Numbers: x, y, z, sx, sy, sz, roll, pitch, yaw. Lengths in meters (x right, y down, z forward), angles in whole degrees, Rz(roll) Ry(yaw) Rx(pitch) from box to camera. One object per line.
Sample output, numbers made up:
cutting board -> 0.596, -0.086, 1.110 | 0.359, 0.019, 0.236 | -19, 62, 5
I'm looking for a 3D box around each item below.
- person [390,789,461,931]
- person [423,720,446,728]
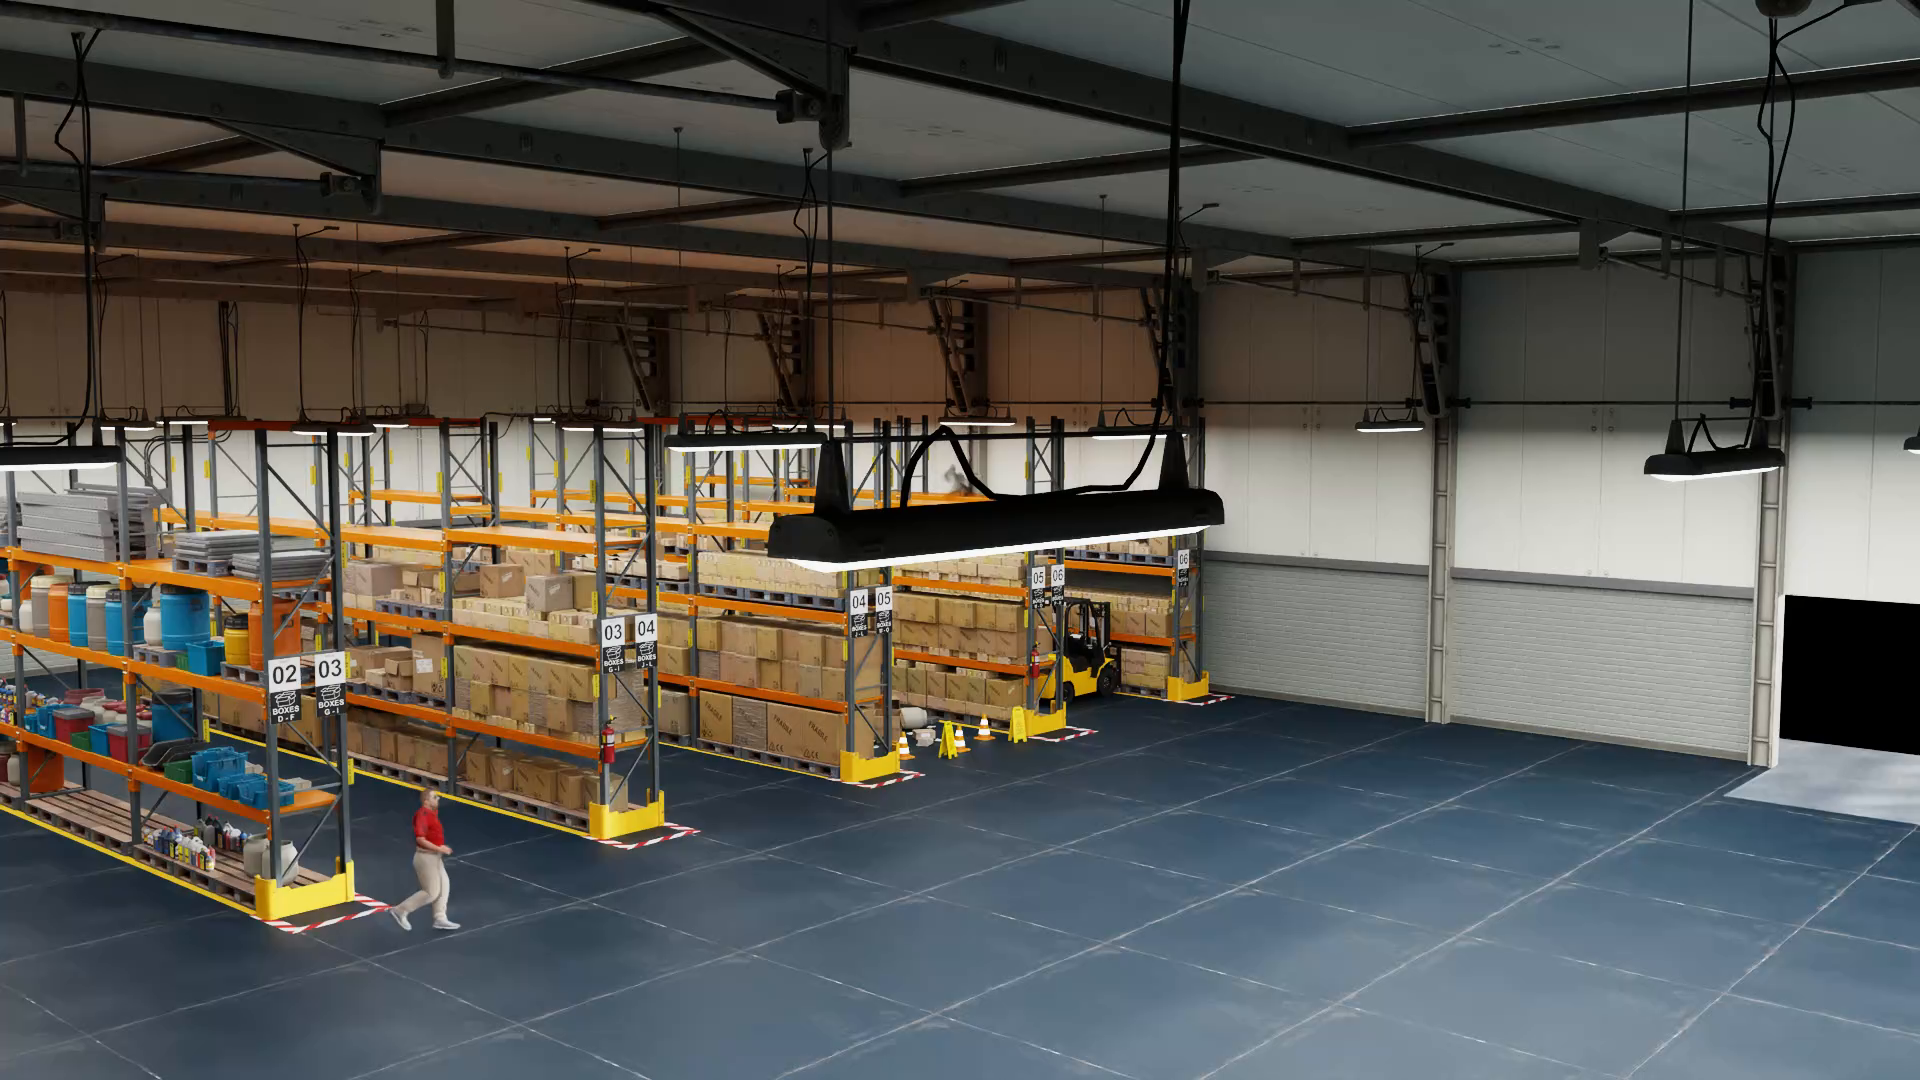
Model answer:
person -> -6.400, 3.834, 19.878 | 0.787, 1.729, 0.689 | -1, 5, -14
person -> -10.106, 2.876, 32.247 | 0.834, 1.542, 0.718 | 3, 5, 29
